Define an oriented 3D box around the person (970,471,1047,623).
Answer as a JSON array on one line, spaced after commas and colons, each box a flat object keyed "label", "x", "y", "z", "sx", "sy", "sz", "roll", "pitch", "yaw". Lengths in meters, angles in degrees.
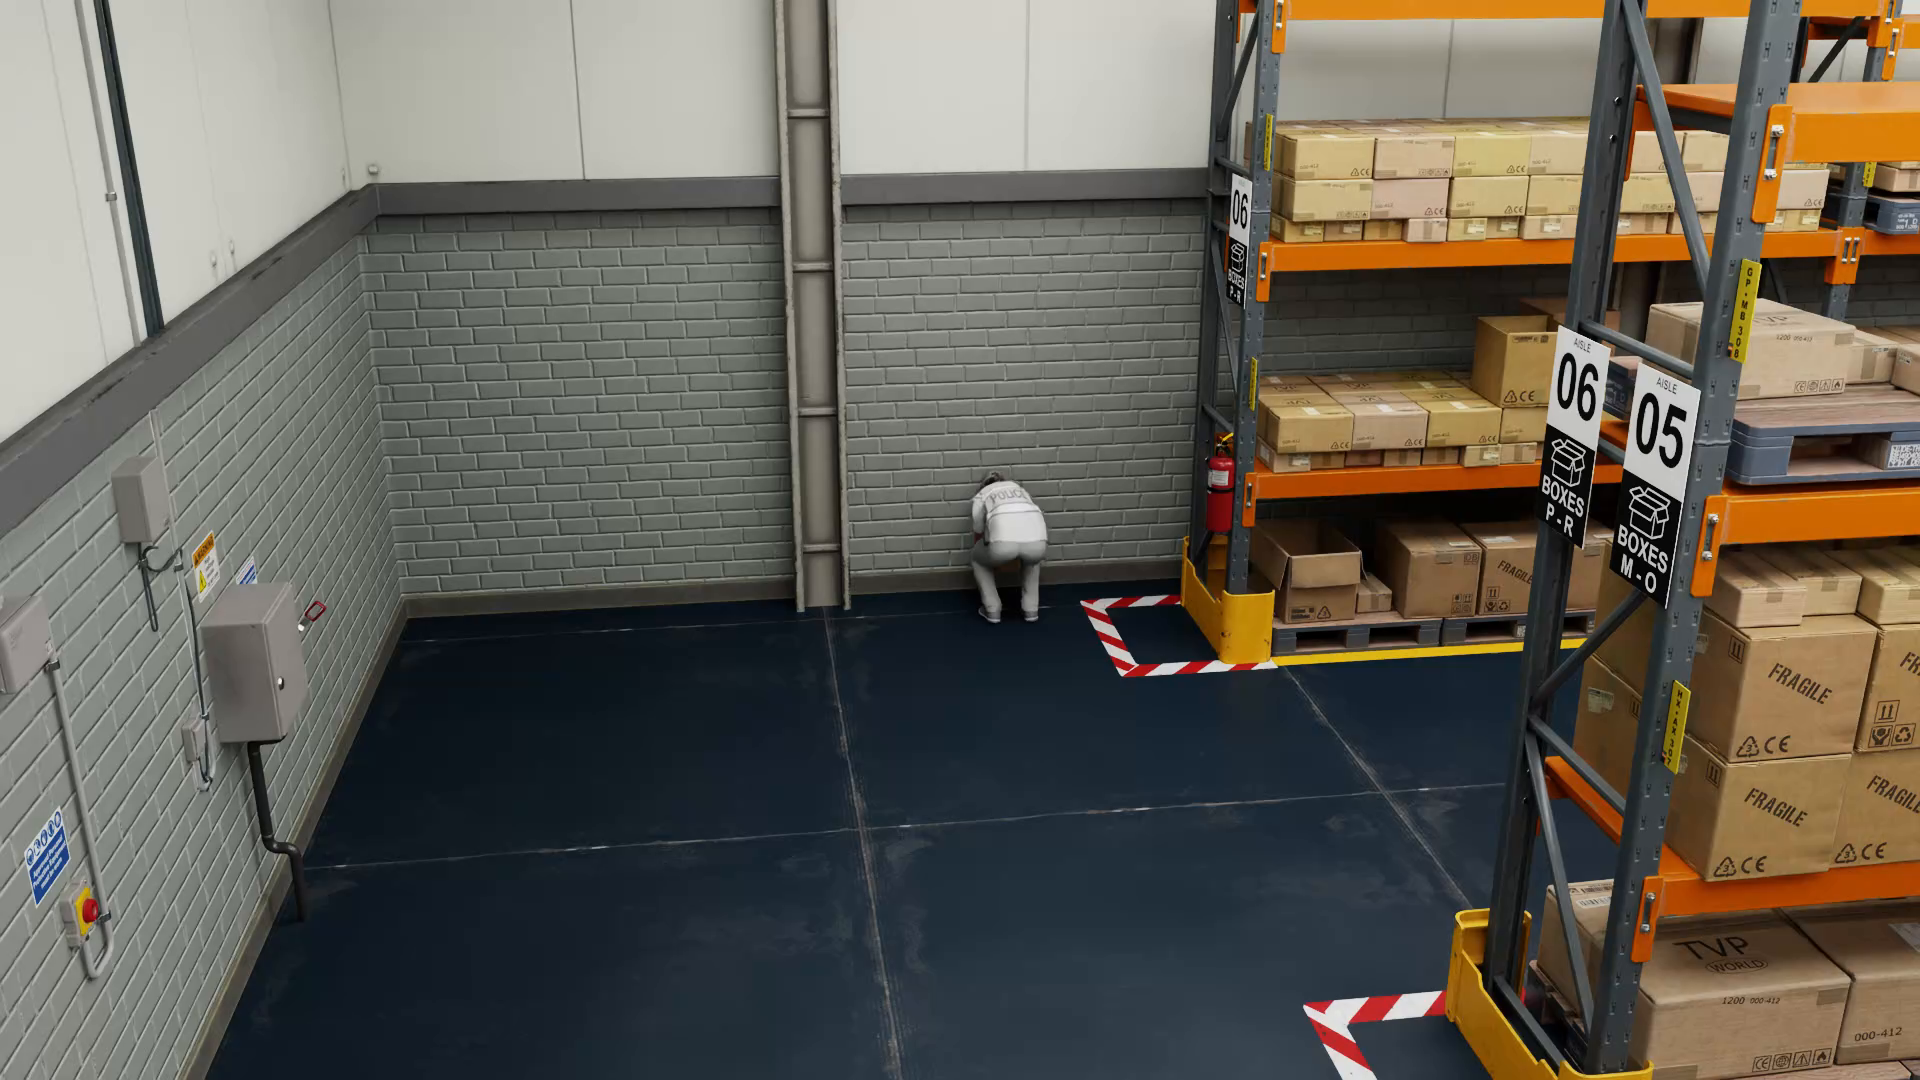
[{"label": "person", "x": 0.332, "y": 0.060, "z": 11.952, "sx": 0.521, "sy": 0.950, "sz": 0.929, "roll": -4, "pitch": 20, "yaw": -10}]
